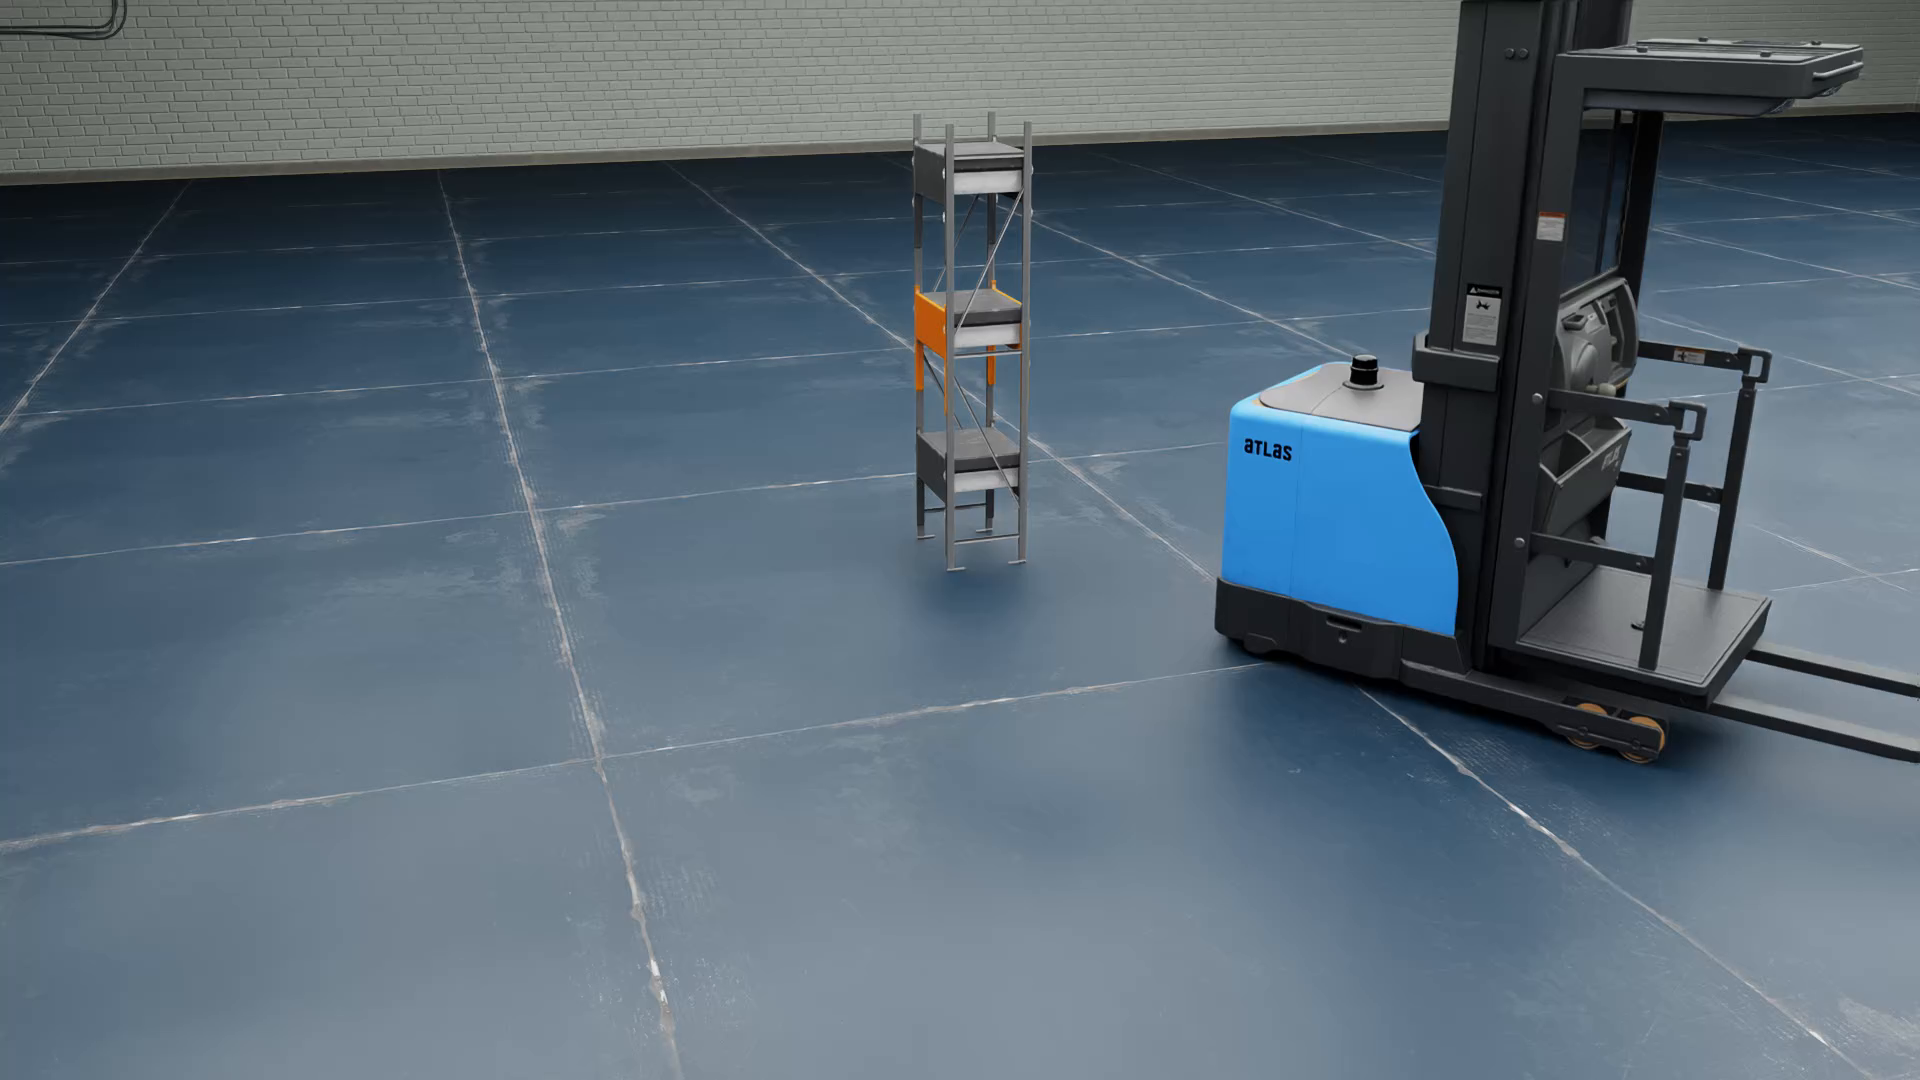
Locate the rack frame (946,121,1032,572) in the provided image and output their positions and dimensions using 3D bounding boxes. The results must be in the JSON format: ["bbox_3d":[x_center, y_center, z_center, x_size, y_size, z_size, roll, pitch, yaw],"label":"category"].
[{"bbox_3d":[0.129,-0.857,7.696,0.400,2.100,0.015,-6,21,-17],"label":"rack frame"}]

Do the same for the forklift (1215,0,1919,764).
[{"bbox_3d":[2.582,-0.761,6.200,3.031,2.935,1.130,14,24,34],"label":"forklift"}]

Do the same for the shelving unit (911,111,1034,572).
[{"bbox_3d":[0.052,-0.935,7.914,0.431,2.100,0.503,-6,21,-17],"label":"shelving unit"}]

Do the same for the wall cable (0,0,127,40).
[{"bbox_3d":[-11.722,-7.193,19.724,3.097,2.526,0.112,-6,21,-17],"label":"wall cable"}]

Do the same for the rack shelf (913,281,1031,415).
[{"bbox_3d":[0.052,-0.922,7.918,0.431,0.518,0.480,-6,21,-17],"label":"rack shelf"}]

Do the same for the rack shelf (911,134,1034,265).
[{"bbox_3d":[0.052,-1.581,7.682,0.431,0.518,0.480,-6,21,-17],"label":"rack shelf"}]

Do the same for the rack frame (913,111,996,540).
[{"bbox_3d":[-0.025,-1.013,8.132,0.400,2.100,0.015,-6,21,-17],"label":"rack frame"}]

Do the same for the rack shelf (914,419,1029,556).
[{"bbox_3d":[0.052,-0.263,8.155,0.431,0.518,0.480,-6,21,-17],"label":"rack shelf"}]
